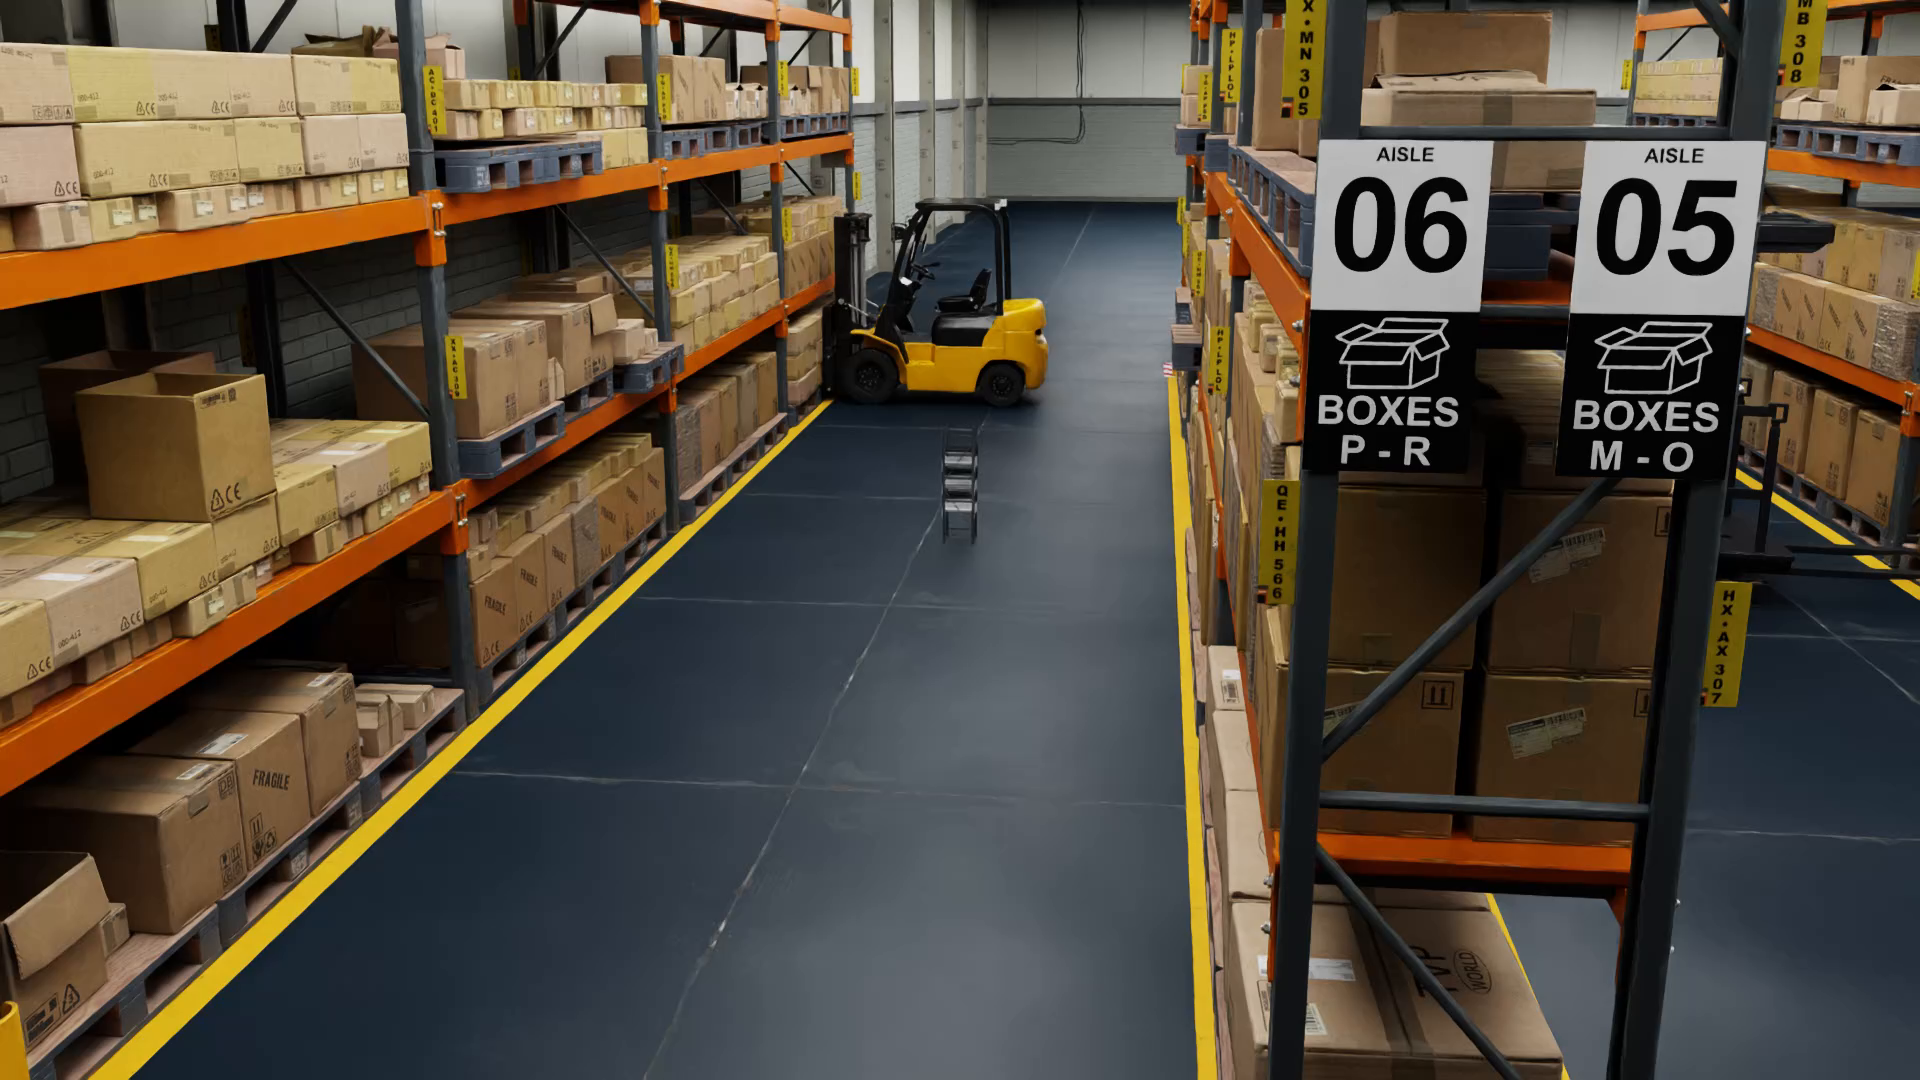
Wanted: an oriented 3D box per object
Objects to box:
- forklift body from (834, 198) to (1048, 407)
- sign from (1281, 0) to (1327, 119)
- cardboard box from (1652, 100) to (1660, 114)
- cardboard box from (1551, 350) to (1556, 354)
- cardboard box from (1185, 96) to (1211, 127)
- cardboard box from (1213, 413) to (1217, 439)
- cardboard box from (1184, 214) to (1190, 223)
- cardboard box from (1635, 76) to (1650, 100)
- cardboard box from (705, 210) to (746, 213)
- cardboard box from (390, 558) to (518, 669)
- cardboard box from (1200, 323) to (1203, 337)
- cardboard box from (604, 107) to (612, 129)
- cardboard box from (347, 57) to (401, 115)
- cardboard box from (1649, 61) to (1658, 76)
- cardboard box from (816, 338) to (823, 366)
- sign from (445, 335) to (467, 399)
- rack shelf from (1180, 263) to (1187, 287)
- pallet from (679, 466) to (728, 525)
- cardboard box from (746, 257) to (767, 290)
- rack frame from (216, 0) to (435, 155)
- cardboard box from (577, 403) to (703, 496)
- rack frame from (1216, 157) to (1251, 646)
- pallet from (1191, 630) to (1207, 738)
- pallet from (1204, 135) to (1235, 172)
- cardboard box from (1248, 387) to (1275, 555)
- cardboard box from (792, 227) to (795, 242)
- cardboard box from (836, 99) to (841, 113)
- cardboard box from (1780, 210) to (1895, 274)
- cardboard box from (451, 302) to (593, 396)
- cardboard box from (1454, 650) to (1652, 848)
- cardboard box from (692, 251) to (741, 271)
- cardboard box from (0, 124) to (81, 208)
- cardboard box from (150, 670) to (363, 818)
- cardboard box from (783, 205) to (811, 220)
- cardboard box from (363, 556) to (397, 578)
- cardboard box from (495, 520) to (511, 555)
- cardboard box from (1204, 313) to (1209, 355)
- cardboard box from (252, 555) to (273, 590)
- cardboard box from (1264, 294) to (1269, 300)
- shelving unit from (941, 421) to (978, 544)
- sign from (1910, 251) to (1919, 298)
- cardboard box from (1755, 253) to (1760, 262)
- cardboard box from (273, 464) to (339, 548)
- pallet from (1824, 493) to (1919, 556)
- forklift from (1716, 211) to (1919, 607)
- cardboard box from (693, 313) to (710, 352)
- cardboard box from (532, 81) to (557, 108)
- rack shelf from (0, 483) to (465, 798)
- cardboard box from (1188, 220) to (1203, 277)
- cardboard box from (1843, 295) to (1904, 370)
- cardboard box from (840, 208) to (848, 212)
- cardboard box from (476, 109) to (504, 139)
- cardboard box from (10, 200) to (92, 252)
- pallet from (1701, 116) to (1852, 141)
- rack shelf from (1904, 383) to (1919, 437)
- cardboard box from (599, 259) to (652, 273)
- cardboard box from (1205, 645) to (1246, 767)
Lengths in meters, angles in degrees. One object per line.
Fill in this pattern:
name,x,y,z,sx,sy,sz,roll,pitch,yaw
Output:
forklift body,-0.179,-2.640,18.306,2.313,2.155,1.214,2,15,6
sign,0.812,-1.157,3.905,0.100,0.325,0.005,2,15,6
cardboard box,7.643,-4.632,17.785,0.380,0.149,0.250,2,15,7
cardboard box,1.882,-0.630,5.894,0.380,0.149,0.250,1,15,5
cardboard box,2.148,-3.589,13.924,0.500,0.250,0.500,2,15,6
cardboard box,1.736,-0.652,9.613,0.500,0.250,0.500,1,15,5
cardboard box,2.771,-3.393,18.702,0.500,0.500,0.500,2,15,8
cardboard box,7.775,-4.983,18.320,0.500,0.250,0.500,2,15,6
cardboard box,-2.441,-3.354,17.317,0.380,0.149,0.250,1,15,5
cardboard box,-2.853,0.402,9.414,0.500,0.500,0.500,2,15,9
cardboard box,2.014,-1.621,12.585,0.380,0.149,0.250,2,15,7
cardboard box,-2.584,-2.856,11.253,0.380,0.149,0.250,2,15,8
cardboard box,-2.949,-2.106,7.716,0.500,0.250,0.500,2,15,6
cardboard box,7.673,-5.085,17.932,0.380,0.149,0.250,1,15,5
cardboard box,-1.744,-2.052,18.009,0.500,0.250,0.500,2,15,6
sign,-2.591,-0.887,8.538,0.100,0.325,0.005,2,15,6
rack shelf,2.929,-2.584,17.851,1.077,0.370,4.000,2,15,6
pallet,-2.548,-0.387,13.689,1.003,0.211,1.213,2,15,6
cardboard box,-2.081,-2.459,15.337,0.500,0.250,0.500,1,15,5
rack frame,-3.131,-3.379,7.920,1.000,3.000,0.127,2,15,6
cardboard box,-2.596,-0.738,13.391,0.875,0.625,0.625,2,15,8
rack frame,1.801,-0.338,8.166,1.000,3.000,0.127,2,15,6
pallet,1.813,0.806,9.278,1.003,0.211,1.213,2,15,6
pallet,2.232,-2.564,11.012,1.213,0.211,1.003,2,15,9
cardboard box,1.256,-0.228,5.652,0.500,0.500,0.500,2,15,6
cardboard box,-1.902,-3.130,17.057,0.380,0.149,0.250,2,15,6
cardboard box,-1.569,-4.949,18.958,0.380,0.149,0.250,1,15,5
cardboard box,7.527,-2.562,14.283,0.700,0.500,0.500,1,15,5
cardboard box,-2.708,-1.191,10.324,0.700,0.500,0.500,2,15,6
cardboard box,1.689,0.535,4.745,0.500,0.500,0.500,2,15,6
cardboard box,-2.114,-2.421,14.435,0.380,0.149,0.250,1,15,5
cardboard box,-3.224,-1.205,5.341,0.500,0.250,0.500,2,15,7
cardboard box,-3.167,0.912,7.525,0.700,0.500,0.500,1,15,4
cardboard box,-1.821,-3.539,17.998,0.380,0.149,0.250,2,15,6
cardboard box,-3.376,0.104,9.274,0.380,0.149,0.250,1,15,4
cardboard box,-2.855,-0.019,9.726,0.380,0.149,0.250,1,15,3
cardboard box,1.950,-1.420,11.498,0.500,0.250,0.500,2,15,6
cardboard box,-3.108,0.128,6.924,0.380,0.149,0.250,2,15,6
cardboard box,1.508,-0.973,7.165,0.380,0.149,0.250,2,15,6
shelving unit,-0.001,-0.432,12.537,0.258,0.900,0.210,2,15,6
sign,6.630,-1.830,11.466,0.100,0.325,0.005,2,15,6
cardboard box,7.663,-2.462,15.732,0.875,0.550,0.550,2,15,6
cardboard box,-3.058,-0.156,7.209,0.500,0.250,0.500,2,15,6
pallet,7.346,-0.112,12.672,1.003,0.211,1.213,2,15,6
forklift,5.122,-1.125,11.209,3.031,2.935,1.130,3,15,12
cardboard box,-2.325,-1.686,13.440,0.500,0.250,0.500,1,15,5
cardboard box,-2.585,-2.605,9.719,0.380,0.149,0.250,2,15,7
rack shelf,-3.357,0.383,6.878,1.077,0.370,4.000,2,15,6
cardboard box,2.366,-2.694,15.314,0.500,0.500,0.500,2,15,8
cardboard box,7.024,-1.558,12.486,0.500,0.500,0.500,2,15,6
cardboard box,-1.538,-3.859,19.752,0.380,0.149,0.250,2,15,7
cardboard box,-2.639,-2.193,8.764,0.380,0.149,0.250,2,15,7
cardboard box,-3.136,-1.045,5.514,0.380,0.149,0.250,2,15,7
pallet,7.736,-3.910,15.800,1.003,0.211,1.213,2,15,6
rack shelf,6.957,-0.390,9.736,1.077,0.370,4.000,2,15,6
cardboard box,-2.771,-2.240,13.766,0.380,0.149,0.250,2,15,6
cardboard box,1.624,0.856,7.855,0.875,0.438,0.875,1,15,5
